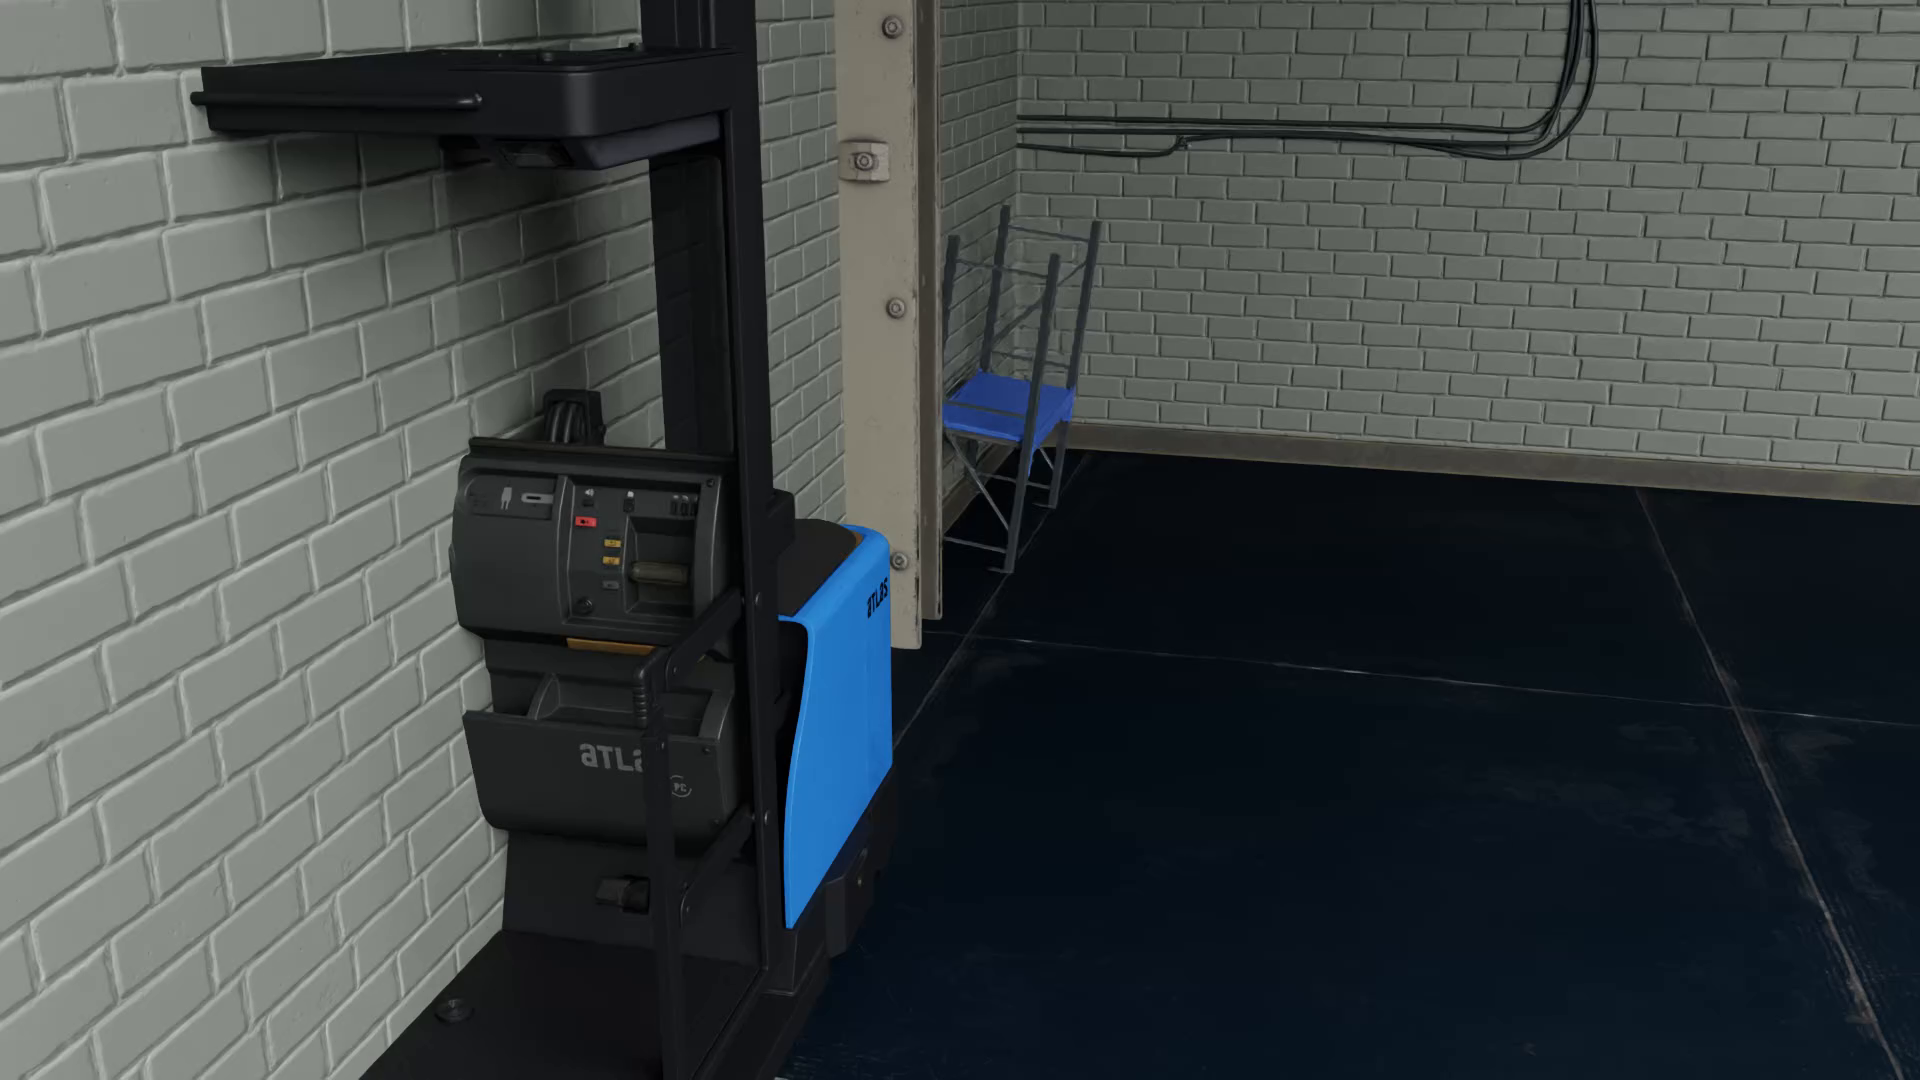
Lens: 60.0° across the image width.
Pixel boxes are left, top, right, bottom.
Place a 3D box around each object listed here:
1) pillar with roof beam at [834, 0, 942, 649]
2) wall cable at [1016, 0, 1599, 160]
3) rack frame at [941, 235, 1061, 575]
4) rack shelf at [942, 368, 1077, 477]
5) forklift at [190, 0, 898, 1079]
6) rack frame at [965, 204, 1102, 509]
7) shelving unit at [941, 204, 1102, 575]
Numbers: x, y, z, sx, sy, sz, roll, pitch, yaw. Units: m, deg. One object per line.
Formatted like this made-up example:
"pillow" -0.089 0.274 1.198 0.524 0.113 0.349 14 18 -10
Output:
"pillar with roof beam" 3.902 -3.541 4.632 9.100 9.000 0.400 5 19 13
"wall cable" 1.729 -3.230 8.527 3.097 2.526 0.112 5 19 13
"rack frame" 0.099 -0.588 7.497 0.500 1.500 0.032 12 21 11
"rack shelf" 0.203 -0.583 8.026 0.538 0.185 1.000 12 21 11
"forklift" -1.036 0.015 3.610 1.130 2.935 3.031 4 19 13
"rack frame" 0.354 -0.911 8.427 0.500 1.500 0.032 12 21 11
"shelving unit" 0.226 -0.749 7.962 0.538 1.500 1.048 12 21 11
